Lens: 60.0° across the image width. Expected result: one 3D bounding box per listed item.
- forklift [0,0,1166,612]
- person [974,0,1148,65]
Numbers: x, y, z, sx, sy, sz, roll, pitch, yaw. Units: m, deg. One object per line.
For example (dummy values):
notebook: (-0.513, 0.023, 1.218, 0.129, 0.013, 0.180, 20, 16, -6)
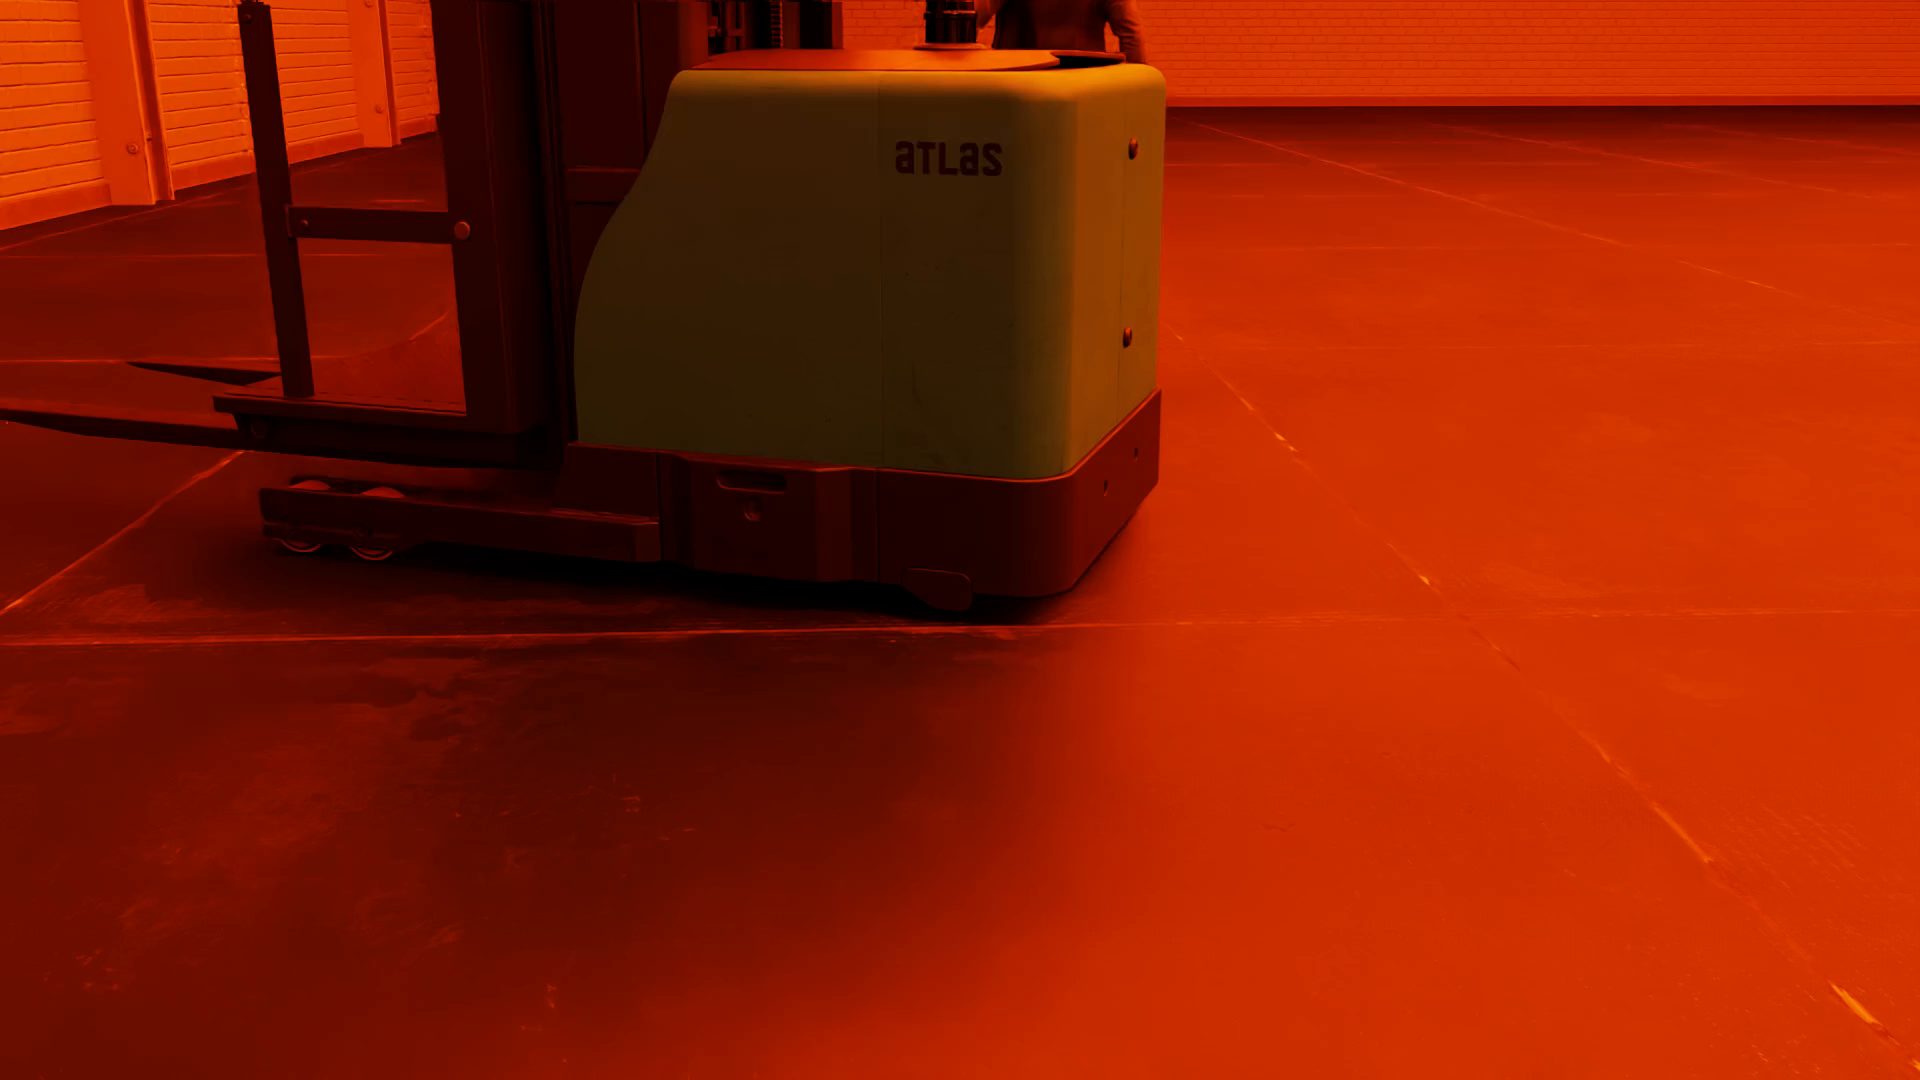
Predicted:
forklift: (-1.081, -1.494, 3.790, 3.031, 2.935, 1.130, 5, 18, 17)
person: (0.294, -1.590, 6.276, 0.843, 1.729, 0.497, -1, 17, -5)
